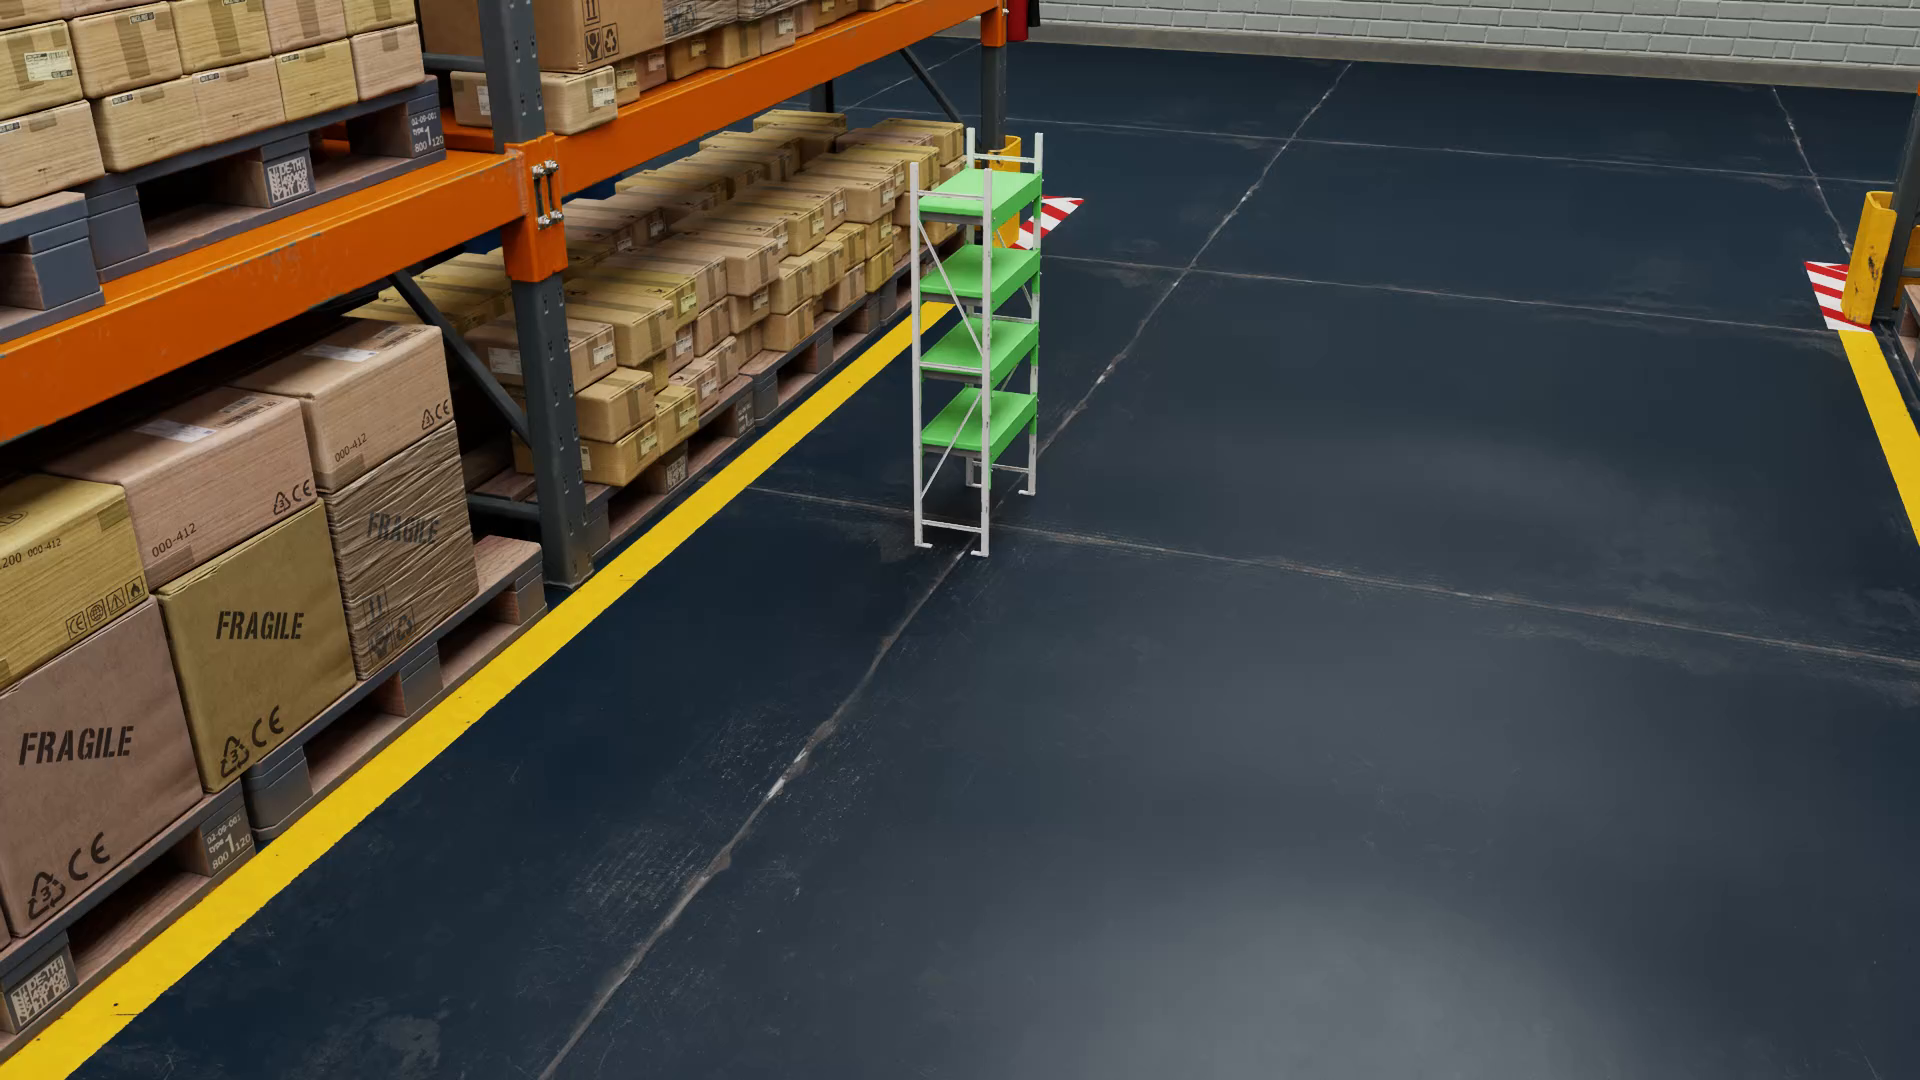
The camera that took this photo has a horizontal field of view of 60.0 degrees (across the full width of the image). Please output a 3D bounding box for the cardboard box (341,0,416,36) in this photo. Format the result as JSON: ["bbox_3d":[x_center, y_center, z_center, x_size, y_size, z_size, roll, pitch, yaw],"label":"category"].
[{"bbox_3d":[-1.544,-1.311,3.981,0.380,0.149,0.250,10,27,19],"label":"cardboard box"}]

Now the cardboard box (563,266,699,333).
[{"bbox_3d":[-1.102,-0.794,5.555,0.380,0.149,0.250,8,27,17],"label":"cardboard box"}]

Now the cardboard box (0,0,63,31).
[{"bbox_3d":[-1.896,-1.019,3.036,0.380,0.149,0.250,8,27,16],"label":"cardboard box"}]

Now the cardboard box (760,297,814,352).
[{"bbox_3d":[-0.780,-0.841,6.335,0.380,0.149,0.250,8,27,16],"label":"cardboard box"}]

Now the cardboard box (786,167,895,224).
[{"bbox_3d":[-0.491,-1.421,6.850,0.380,0.149,0.250,10,28,19],"label":"cardboard box"}]

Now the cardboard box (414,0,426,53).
[{"bbox_3d":[-1.703,-1.712,4.888,0.500,0.500,0.500,9,27,18],"label":"cardboard box"}]

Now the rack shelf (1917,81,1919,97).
[{"bbox_3d":[3.770,-1.115,4.937,1.077,0.370,4.000,9,27,17],"label":"rack shelf"}]

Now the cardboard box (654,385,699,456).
[{"bbox_3d":[-1.085,-0.412,5.448,0.380,0.149,0.250,10,27,19],"label":"cardboard box"}]

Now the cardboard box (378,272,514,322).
[{"bbox_3d":[-1.677,-0.762,5.488,0.380,0.149,0.250,9,27,18],"label":"cardboard box"}]

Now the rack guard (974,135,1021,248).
[{"bbox_3d":[-0.292,-1.781,8.354,1.175,0.500,0.348,9,27,17],"label":"rack guard"}]

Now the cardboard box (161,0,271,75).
[{"bbox_3d":[-1.716,-1.101,3.547,0.380,0.149,0.250,10,28,20],"label":"cardboard box"}]

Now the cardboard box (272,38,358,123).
[{"bbox_3d":[-1.629,-1.071,3.825,0.380,0.149,0.250,9,27,18],"label":"cardboard box"}]

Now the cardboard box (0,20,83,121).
[{"bbox_3d":[-1.890,-0.881,3.093,0.380,0.149,0.250,7,27,15],"label":"cardboard box"}]

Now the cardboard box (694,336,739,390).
[{"bbox_3d":[-1.014,-0.633,5.905,0.380,0.149,0.250,8,27,16],"label":"cardboard box"}]

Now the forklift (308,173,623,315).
[{"bbox_3d":[-2.682,-2.082,6.188,1.130,2.935,3.031,14,29,26],"label":"forklift"}]

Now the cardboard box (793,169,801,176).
[{"bbox_3d":[-0.825,-1.581,7.522,0.380,0.149,0.250,9,27,18],"label":"cardboard box"}]

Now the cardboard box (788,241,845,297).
[{"bbox_3d":[-0.673,-1.070,6.467,0.380,0.149,0.250,9,27,18],"label":"cardboard box"}]

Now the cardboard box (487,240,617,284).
[{"bbox_3d":[-1.441,-0.960,5.898,0.380,0.149,0.250,10,27,19],"label":"cardboard box"}]

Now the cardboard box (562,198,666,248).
[{"bbox_3d":[-1.360,-1.198,6.388,0.380,0.149,0.250,8,27,16],"label":"cardboard box"}]

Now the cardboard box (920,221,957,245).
[{"bbox_3d":[-0.235,-1.476,7.646,0.380,0.149,0.250,10,27,19],"label":"cardboard box"}]

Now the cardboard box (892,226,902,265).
[{"bbox_3d":[-0.474,-1.277,7.234,0.380,0.149,0.250,9,27,18],"label":"cardboard box"}]

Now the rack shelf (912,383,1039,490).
[{"bbox_3d":[0.055,-0.335,5.261,0.258,0.148,0.480,9,27,17],"label":"rack shelf"}]

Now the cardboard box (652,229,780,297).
[{"bbox_3d":[-0.875,-0.997,5.975,0.380,0.149,0.250,9,27,19],"label":"cardboard box"}]

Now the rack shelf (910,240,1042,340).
[{"bbox_3d":[0.055,-0.767,5.052,0.258,0.148,0.480,9,27,17],"label":"rack shelf"}]

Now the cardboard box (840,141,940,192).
[{"bbox_3d":[-0.308,-1.637,7.295,0.380,0.149,0.250,8,27,16],"label":"cardboard box"}]

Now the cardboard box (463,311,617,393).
[{"bbox_3d":[-1.288,-0.579,5.110,0.380,0.149,0.250,10,28,20],"label":"cardboard box"}]

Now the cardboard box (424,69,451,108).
[{"bbox_3d":[-1.723,-1.332,4.847,0.380,0.149,0.250,8,27,17],"label":"cardboard box"}]

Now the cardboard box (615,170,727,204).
[{"bbox_3d":[-1.180,-1.401,6.808,0.380,0.149,0.250,9,27,18],"label":"cardboard box"}]

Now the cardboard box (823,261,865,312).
[{"bbox_3d":[-0.610,-1.053,6.773,0.380,0.149,0.250,9,27,18],"label":"cardboard box"}]

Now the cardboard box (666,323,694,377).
[{"bbox_3d":[-1.128,-0.658,5.615,0.380,0.149,0.250,9,27,17],"label":"cardboard box"}]

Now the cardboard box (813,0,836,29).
[{"bbox_3d":[-0.693,-2.021,6.271,0.380,0.149,0.250,9,27,18],"label":"cardboard box"}]

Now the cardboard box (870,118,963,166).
[{"bbox_3d":[-0.204,-1.857,7.749,0.380,0.149,0.250,9,27,18],"label":"cardboard box"}]

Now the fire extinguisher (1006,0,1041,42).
[{"bbox_3d":[0.253,-2.771,8.048,0.296,0.674,0.183,9,27,17],"label":"fire extinguisher"}]

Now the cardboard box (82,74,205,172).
[{"bbox_3d":[-1.797,-0.865,3.402,0.380,0.149,0.250,7,27,15],"label":"cardboard box"}]

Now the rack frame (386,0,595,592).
[{"bbox_3d":[-1.598,-1.293,4.479,1.000,3.000,0.127,9,27,17],"label":"rack frame"}]

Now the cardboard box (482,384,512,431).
[{"bbox_3d":[-1.623,-0.504,5.639,0.380,0.149,0.250,10,27,19],"label":"cardboard box"}]

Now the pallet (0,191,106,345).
[{"bbox_3d":[-2.308,-0.383,2.818,1.003,0.211,1.213,9,27,17],"label":"pallet"}]

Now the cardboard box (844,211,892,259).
[{"bbox_3d":[-0.504,-1.290,6.921,0.380,0.149,0.250,9,27,18],"label":"cardboard box"}]

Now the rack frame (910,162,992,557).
[{"bbox_3d":[-0.026,-0.508,4.922,0.240,1.200,0.015,9,27,17],"label":"rack frame"}]

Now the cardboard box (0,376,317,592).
[{"bbox_3d":[-1.791,-0.143,3.629,0.500,0.250,0.500,10,28,20],"label":"cardboard box"}]

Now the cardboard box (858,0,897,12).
[{"bbox_3d":[-0.474,-2.235,6.712,0.380,0.149,0.250,8,27,15],"label":"cardboard box"}]

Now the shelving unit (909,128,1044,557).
[{"bbox_3d":[0.055,-0.608,5.129,0.258,1.200,0.503,9,27,17],"label":"shelving unit"}]

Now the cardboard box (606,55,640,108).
[{"bbox_3d":[-1.179,-1.366,4.918,0.380,0.149,0.250,10,27,19],"label":"cardboard box"}]

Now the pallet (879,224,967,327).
[{"bbox_3d":[-0.595,-1.322,7.738,1.003,0.211,1.213,9,27,17],"label":"pallet"}]

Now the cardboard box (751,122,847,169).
[{"bbox_3d":[-0.739,-1.814,7.661,0.380,0.149,0.250,9,27,18],"label":"cardboard box"}]

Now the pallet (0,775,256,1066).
[{"bbox_3d":[-2.260,0.785,3.387,1.003,0.211,1.213,9,27,17],"label":"pallet"}]

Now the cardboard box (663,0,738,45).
[{"bbox_3d":[-1.037,-1.844,5.160,0.500,0.500,0.500,9,27,17],"label":"cardboard box"}]

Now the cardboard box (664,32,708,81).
[{"bbox_3d":[-1.044,-1.594,5.389,0.380,0.149,0.250,8,27,15],"label":"cardboard box"}]

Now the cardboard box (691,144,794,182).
[{"bbox_3d":[-0.949,-1.615,7.251,0.380,0.149,0.250,7,27,15],"label":"cardboard box"}]

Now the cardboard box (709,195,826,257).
[{"bbox_3d":[-0.743,-1.217,6.428,0.380,0.149,0.250,9,27,18],"label":"cardboard box"}]

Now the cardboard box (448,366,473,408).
[{"bbox_3d":[-1.792,-0.509,5.307,0.380,0.149,0.250,9,27,18],"label":"cardboard box"}]

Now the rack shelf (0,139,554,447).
[{"bbox_3d":[-2.263,-0.148,2.938,1.077,0.370,4.000,9,27,17],"label":"rack shelf"}]

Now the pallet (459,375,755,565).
[{"bbox_3d":[-1.407,-0.319,5.668,1.003,0.211,1.213,9,27,17],"label":"pallet"}]

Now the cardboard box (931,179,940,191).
[{"bbox_3d":[-0.311,-1.619,7.600,0.380,0.149,0.250,8,27,16],"label":"cardboard box"}]

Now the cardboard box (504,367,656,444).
[{"bbox_3d":[-1.175,-0.436,5.156,0.380,0.149,0.250,10,28,20],"label":"cardboard box"}]

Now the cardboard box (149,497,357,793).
[{"bbox_3d":[-1.777,0.194,3.793,0.500,0.500,0.500,8,27,16],"label":"cardboard box"}]

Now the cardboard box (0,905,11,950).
[{"bbox_3d":[-2.122,0.614,2.926,0.500,0.500,0.500,8,27,16],"label":"cardboard box"}]

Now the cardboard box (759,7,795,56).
[{"bbox_3d":[-0.802,-1.797,5.809,0.380,0.149,0.250,10,28,20],"label":"cardboard box"}]

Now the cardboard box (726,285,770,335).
[{"bbox_3d":[-0.922,-0.878,6.070,0.380,0.149,0.250,10,28,20],"label":"cardboard box"}]
